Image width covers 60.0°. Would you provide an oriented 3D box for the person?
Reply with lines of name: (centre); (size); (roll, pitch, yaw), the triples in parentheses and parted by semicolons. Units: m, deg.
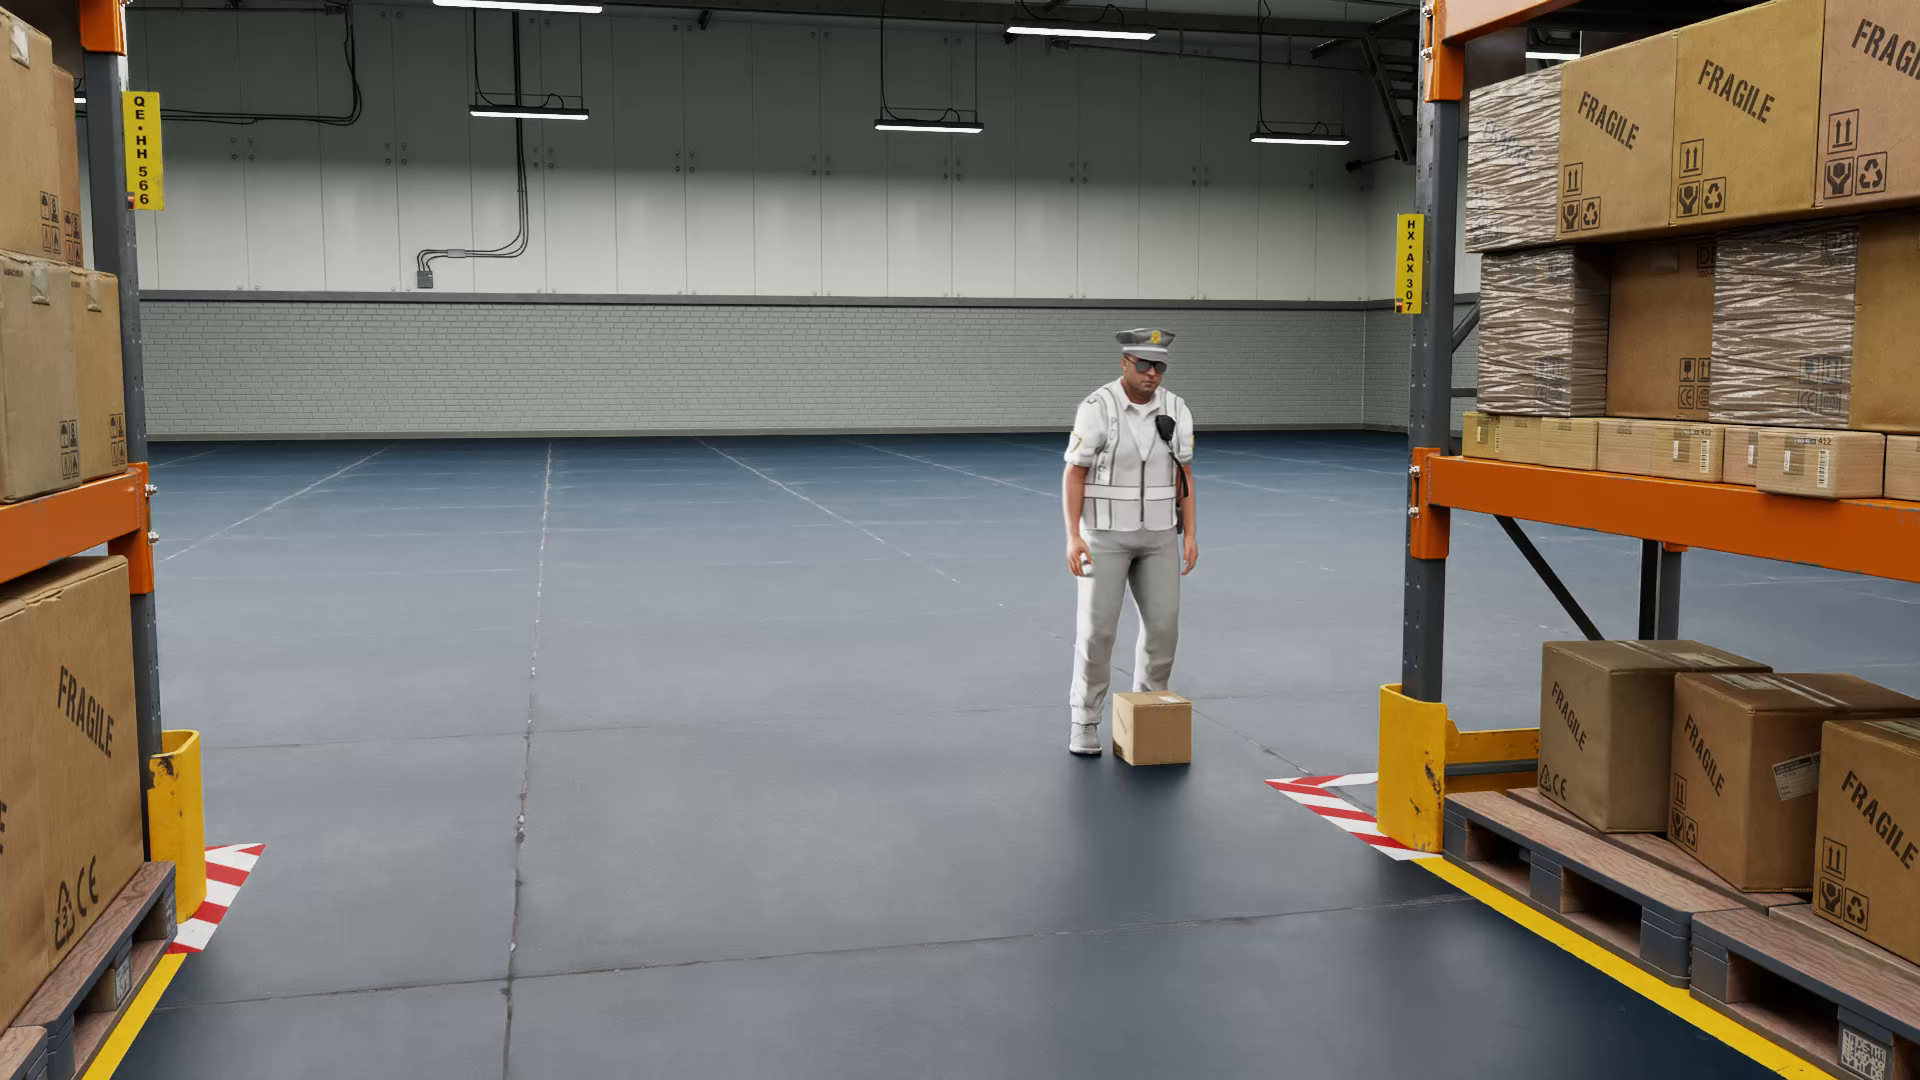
person: (0.713, -0.007, 6.977); (0.590, 1.748, 0.435); (-2, 6, -14)
